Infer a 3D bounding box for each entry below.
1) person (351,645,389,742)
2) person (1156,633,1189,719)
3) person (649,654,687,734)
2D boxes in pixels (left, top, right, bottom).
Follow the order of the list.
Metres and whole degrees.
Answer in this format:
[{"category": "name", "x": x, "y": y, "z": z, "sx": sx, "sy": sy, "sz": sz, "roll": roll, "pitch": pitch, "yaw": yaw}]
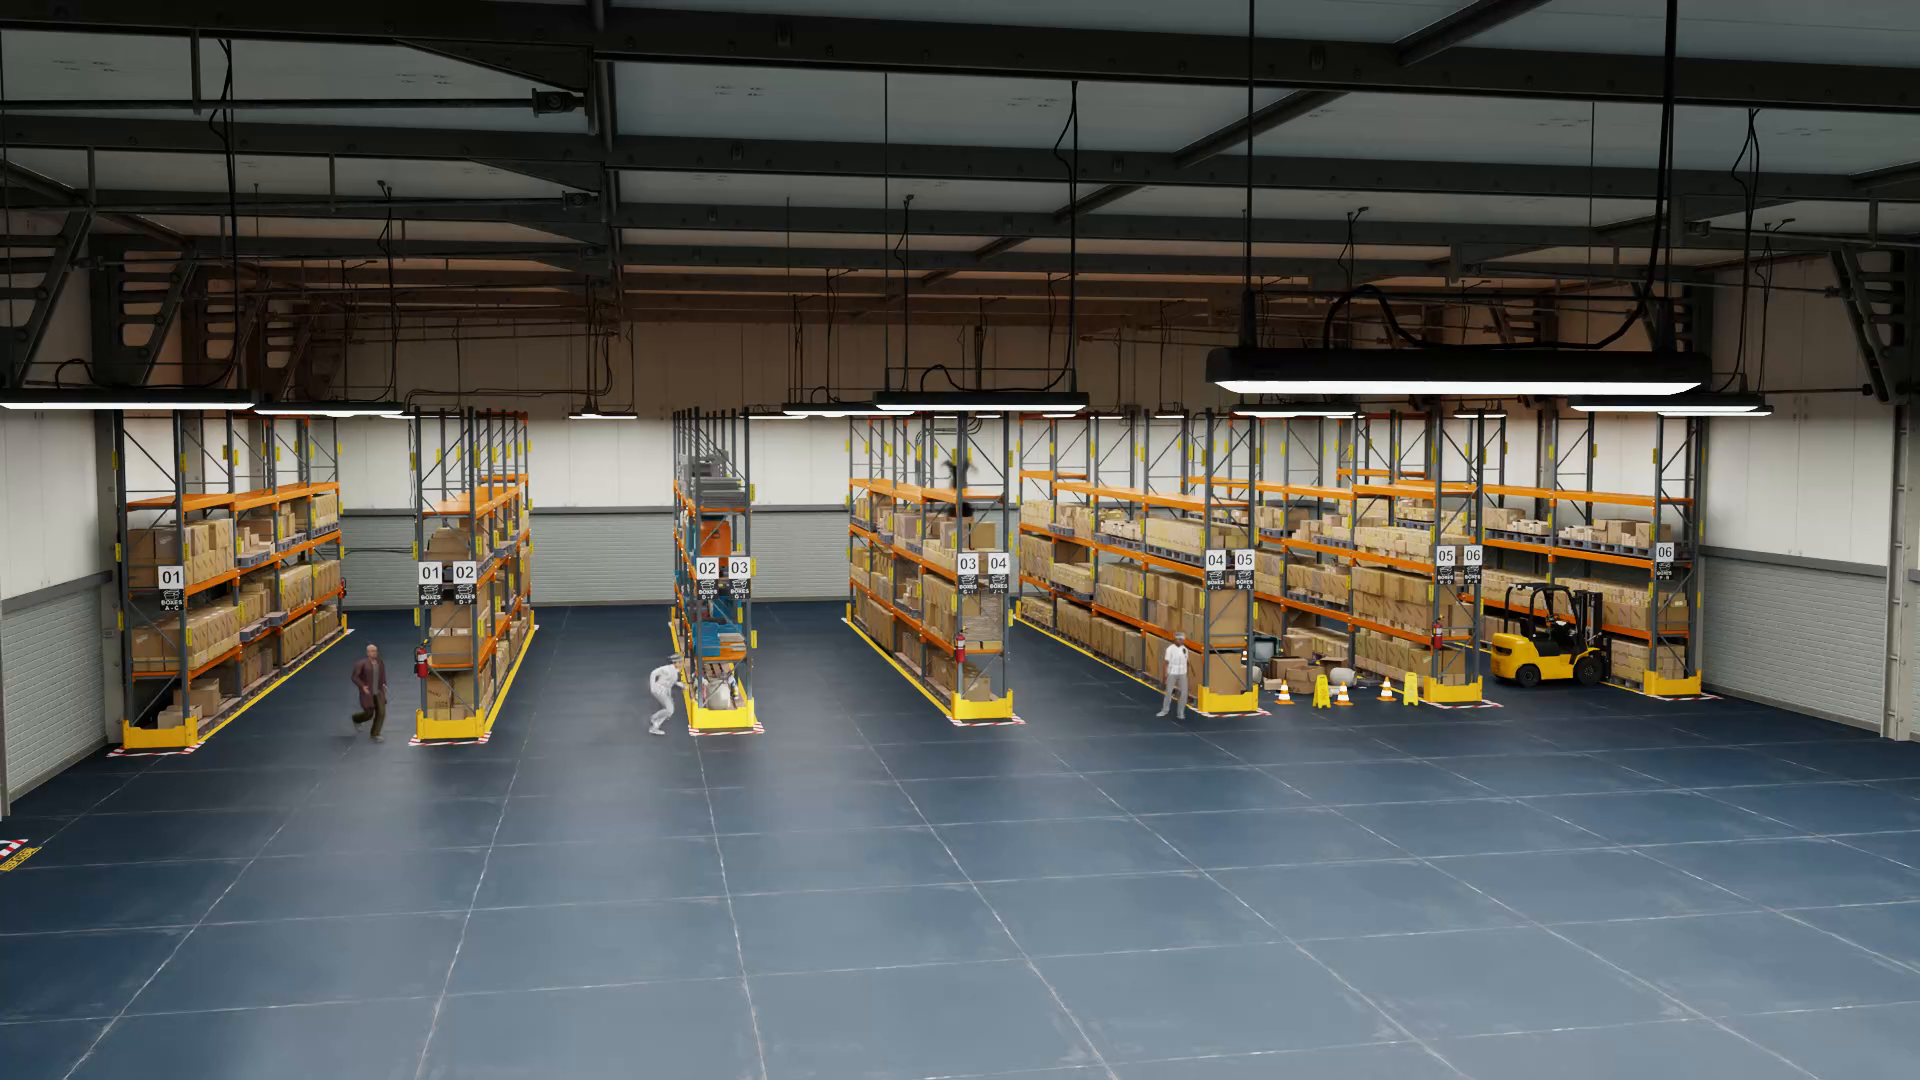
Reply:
[{"category": "person", "x": -10.620, "y": 2.735, "z": 29.889, "sx": 0.853, "sy": 1.733, "sz": 0.693, "roll": 4, "pitch": 5, "yaw": 41}, {"category": "person", "x": 4.117, "y": 2.629, "z": 32.192, "sx": 0.597, "sy": 1.702, "sz": 0.448, "roll": -1, "pitch": 4, "yaw": -11}, {"category": "person", "x": -5.365, "y": 2.824, "z": 30.306, "sx": 0.783, "sy": 1.499, "sz": 0.651, "roll": 2, "pitch": 4, "yaw": 24}]
